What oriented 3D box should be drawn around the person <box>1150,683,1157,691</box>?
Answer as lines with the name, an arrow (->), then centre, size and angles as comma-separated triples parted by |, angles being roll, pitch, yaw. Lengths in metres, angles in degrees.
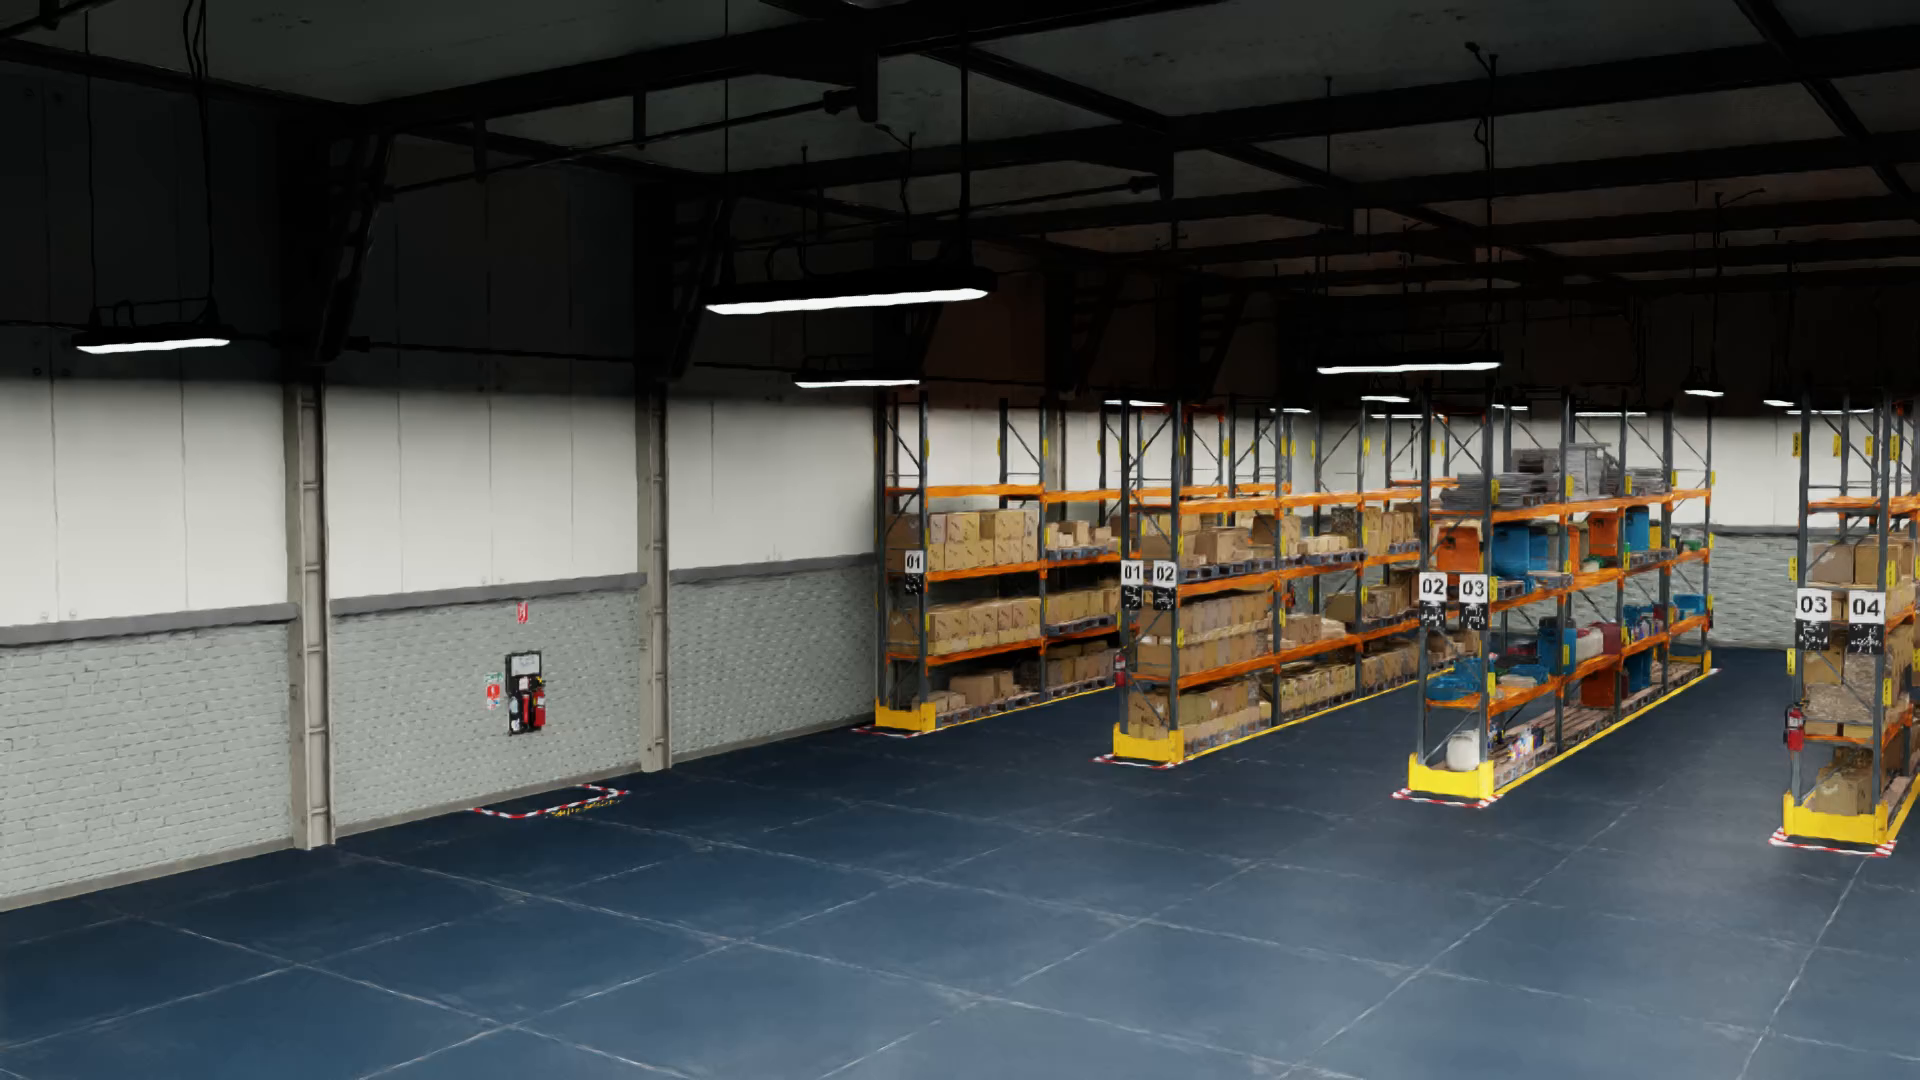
person -> 3.866, 2.462, 31.874 | 0.430, 1.524, 0.949 | 2, 4, 33

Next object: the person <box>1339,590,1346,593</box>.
person -> 9.177, 2.001, 39.786 | 0.625, 1.607, 0.575 | 2, 4, 32
